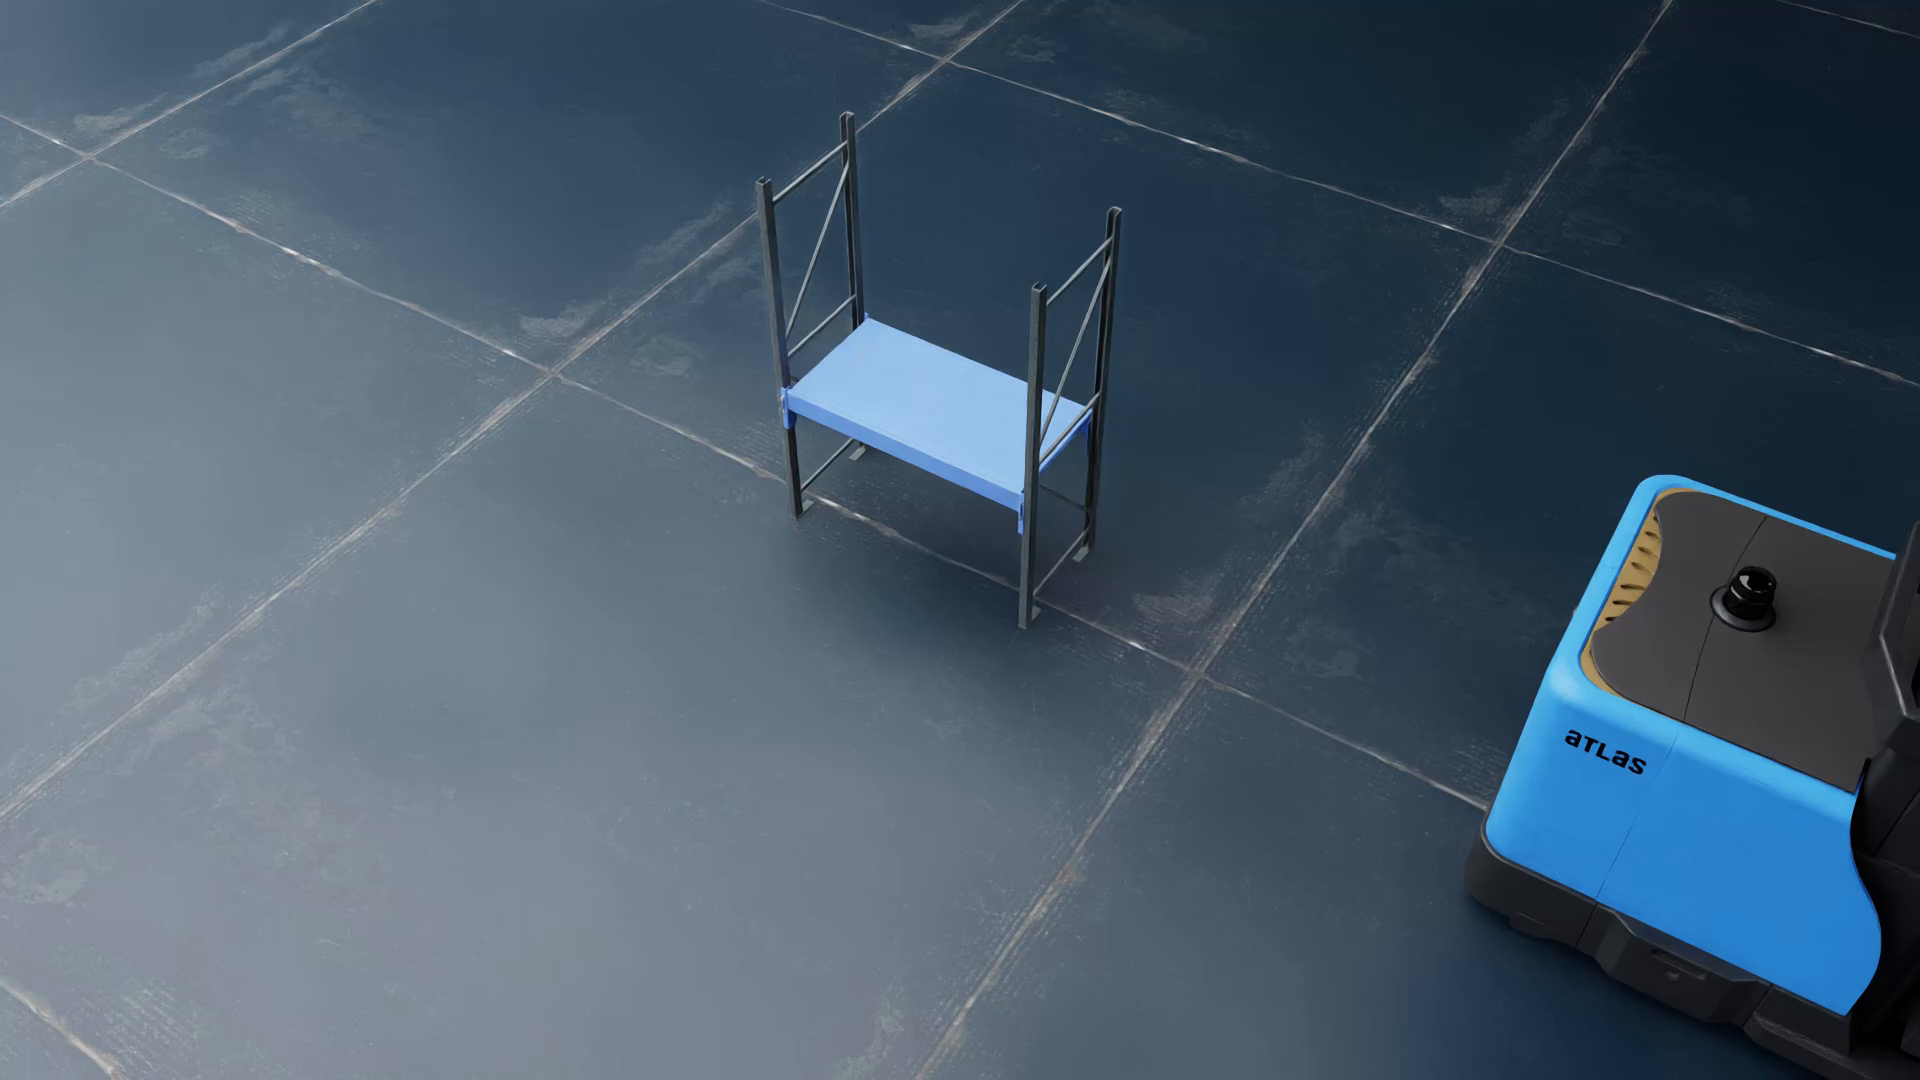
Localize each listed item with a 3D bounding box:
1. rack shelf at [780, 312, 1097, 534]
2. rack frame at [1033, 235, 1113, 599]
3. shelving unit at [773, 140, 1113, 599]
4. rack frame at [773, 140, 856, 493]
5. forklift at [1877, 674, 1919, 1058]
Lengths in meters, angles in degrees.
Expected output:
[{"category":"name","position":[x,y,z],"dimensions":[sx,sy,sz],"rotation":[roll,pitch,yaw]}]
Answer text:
[{"category":"rack shelf","position":[-0.072,-0.430,5.873],"dimensions":[1.000,0.185,0.538],"rotation":[25,51,22]},{"category":"rack frame","position":[0.355,-0.358,5.552],"dimensions":[0.013,1.308,0.475],"rotation":[25,51,22]},{"category":"shelving unit","position":[-0.072,-0.556,5.744],"dimensions":[1.030,1.308,0.538],"rotation":[25,51,22]},{"category":"rack frame","position":[-0.501,-0.752,5.934],"dimensions":[0.013,1.308,0.475],"rotation":[25,51,22]},{"category":"forklift","position":[3.074,0.364,3.852],"dimensions":[3.031,2.935,1.121],"rotation":[24,51,22]}]
